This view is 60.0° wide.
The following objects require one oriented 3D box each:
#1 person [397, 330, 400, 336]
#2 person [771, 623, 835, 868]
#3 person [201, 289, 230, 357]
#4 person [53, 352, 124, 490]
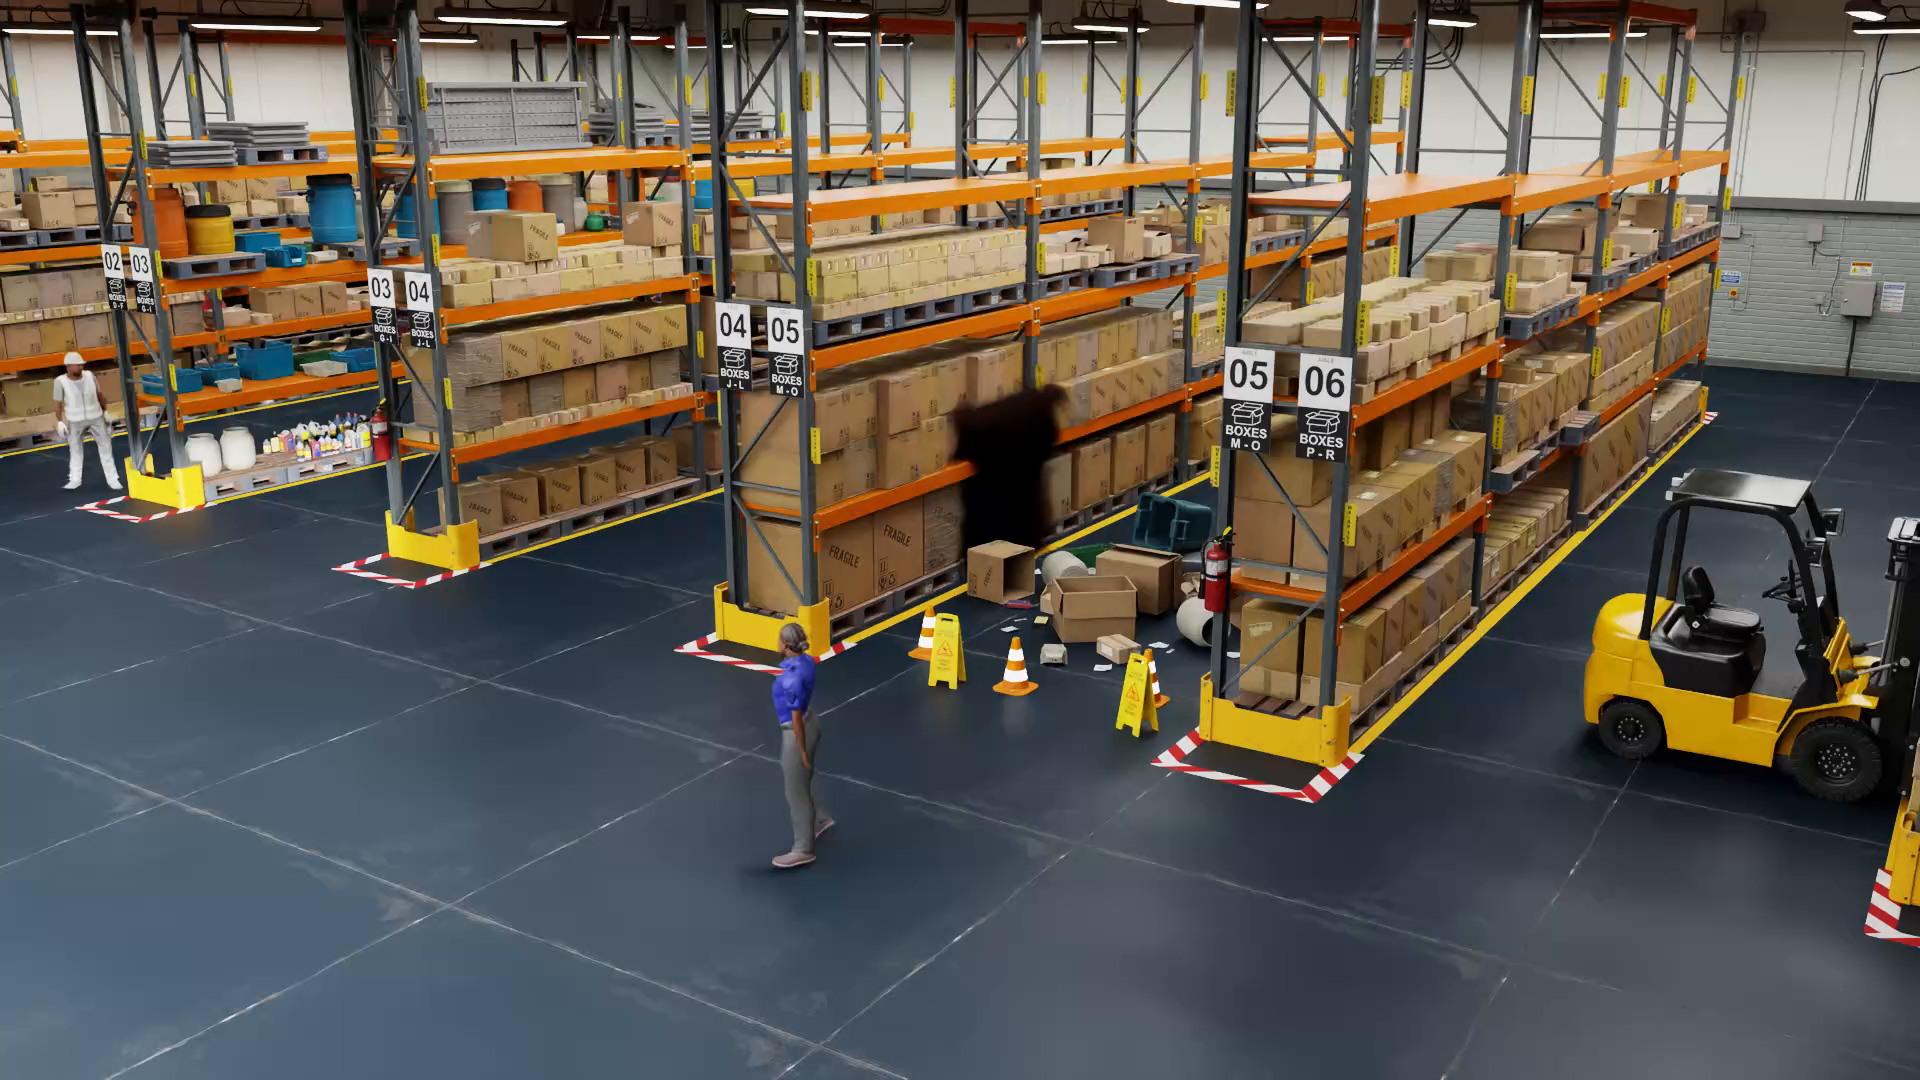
[{"bbox_3d":[-11.054,-4.389,31.931,0.408,1.632,0.946,8,18,28],"label":"person"},{"bbox_3d":[-1.072,1.359,11.241,0.381,1.667,0.556,2,16,7],"label":"person"},{"bbox_3d":[-12.703,-3.488,28.535,0.551,1.729,0.556,6,17,21],"label":"person"},{"bbox_3d":[-11.283,-1.520,21.424,0.662,1.826,0.508,-10,18,-32],"label":"person"}]
